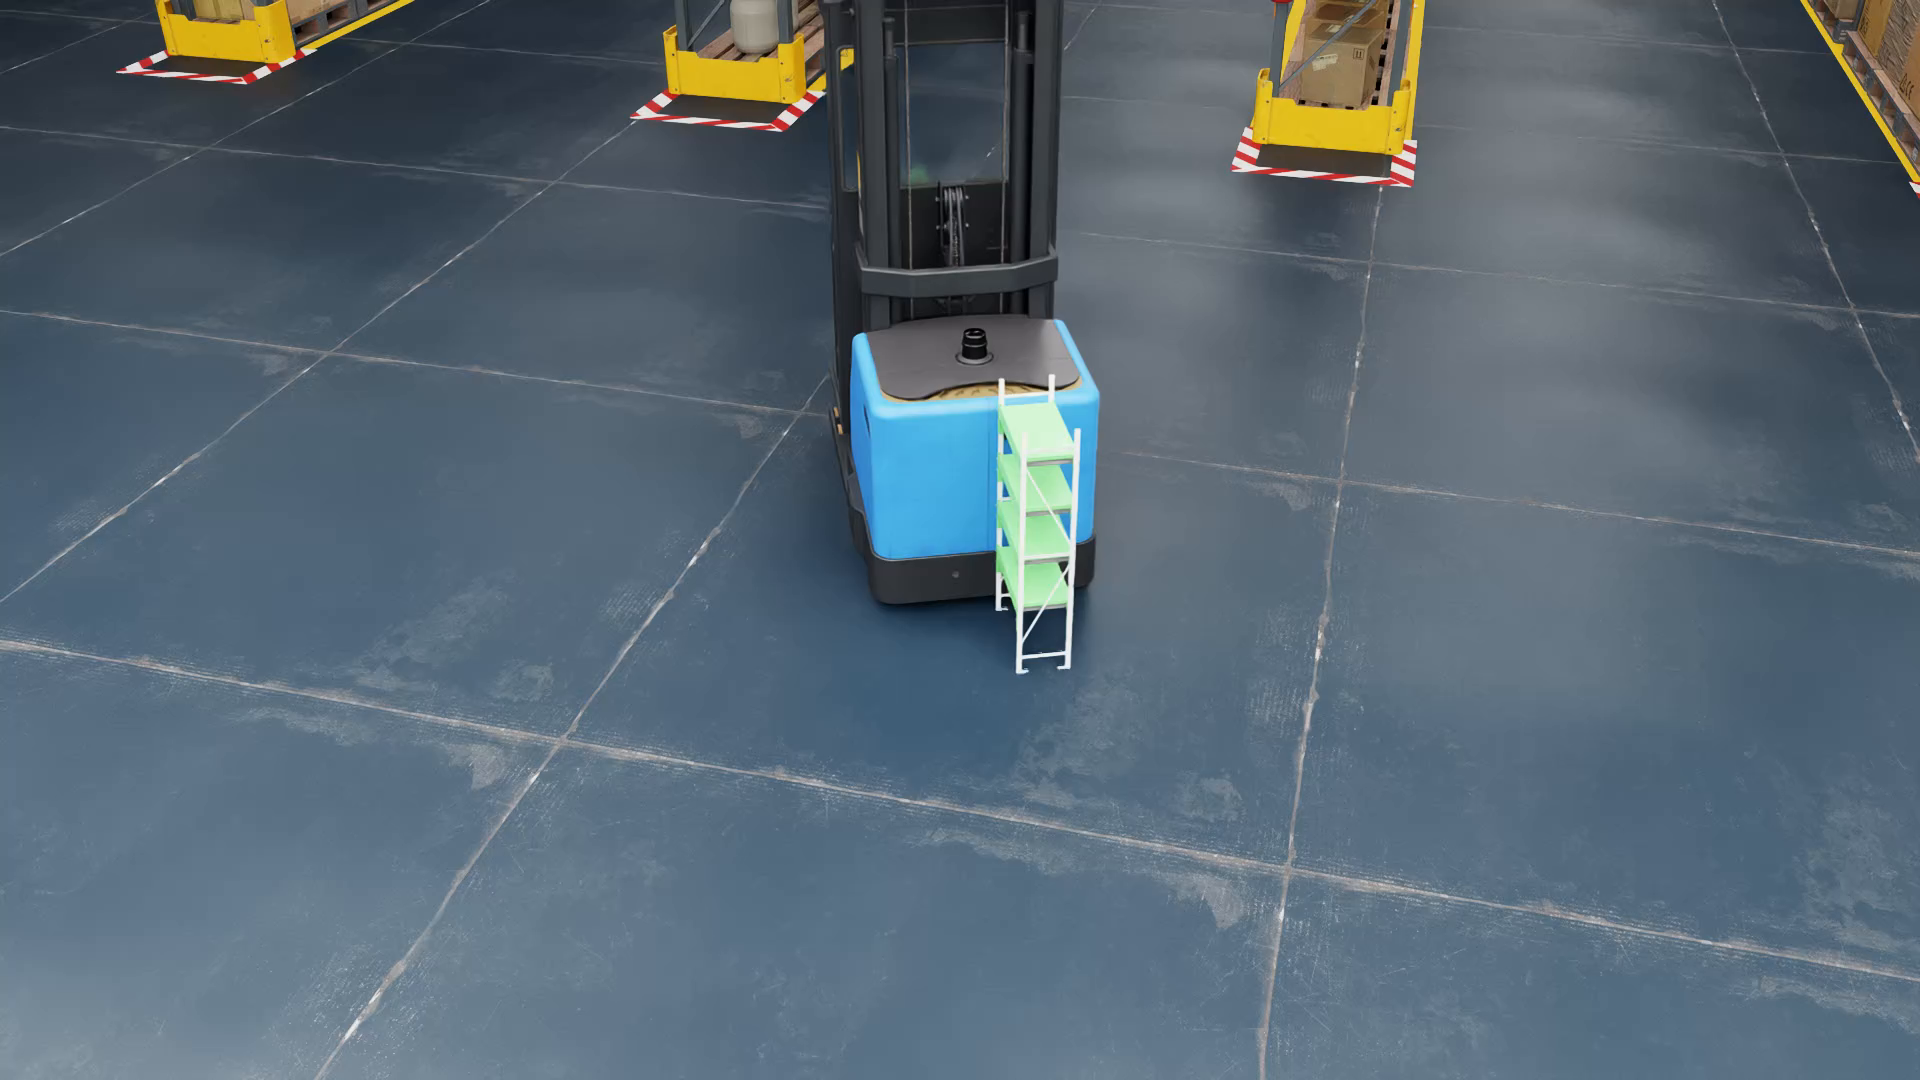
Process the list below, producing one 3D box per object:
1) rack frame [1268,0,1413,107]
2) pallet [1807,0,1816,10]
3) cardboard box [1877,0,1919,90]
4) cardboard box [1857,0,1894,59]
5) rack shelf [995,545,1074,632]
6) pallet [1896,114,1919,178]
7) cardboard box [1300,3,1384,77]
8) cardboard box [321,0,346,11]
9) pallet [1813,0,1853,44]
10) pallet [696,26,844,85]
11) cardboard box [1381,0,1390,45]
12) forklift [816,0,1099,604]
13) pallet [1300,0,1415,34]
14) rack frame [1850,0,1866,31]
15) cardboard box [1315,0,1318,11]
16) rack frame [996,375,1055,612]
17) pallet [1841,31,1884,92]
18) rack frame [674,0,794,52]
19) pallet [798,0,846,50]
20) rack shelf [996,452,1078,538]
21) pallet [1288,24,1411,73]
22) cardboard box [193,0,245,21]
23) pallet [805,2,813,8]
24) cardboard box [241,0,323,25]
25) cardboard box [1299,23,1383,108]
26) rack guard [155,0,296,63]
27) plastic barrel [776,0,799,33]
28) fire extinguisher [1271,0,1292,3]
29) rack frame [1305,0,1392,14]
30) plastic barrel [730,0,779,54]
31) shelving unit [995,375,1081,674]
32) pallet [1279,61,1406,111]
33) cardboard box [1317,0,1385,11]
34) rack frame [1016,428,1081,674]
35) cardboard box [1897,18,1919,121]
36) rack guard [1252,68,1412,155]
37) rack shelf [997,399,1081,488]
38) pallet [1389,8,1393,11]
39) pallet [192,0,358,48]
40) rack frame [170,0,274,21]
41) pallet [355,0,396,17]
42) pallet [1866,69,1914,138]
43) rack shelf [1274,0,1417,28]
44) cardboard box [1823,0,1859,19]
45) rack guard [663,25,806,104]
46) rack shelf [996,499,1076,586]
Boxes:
[{"bbox_3d":[2.903,-4.393,12.364,1.000,3.000,0.127,8,33,12],"label":"rack frame"},{"bbox_3d":[9.121,-5.610,16.878,1.003,0.211,1.213,8,33,12],"label":"pallet"},{"bbox_3d":[8.238,-4.236,13.707,0.875,0.875,0.875,8,33,13],"label":"cardboard box"},{"bbox_3d":[8.463,-4.705,14.444,0.875,0.875,0.875,9,33,13],"label":"cardboard box"},{"bbox_3d":[0.327,0.197,7.388,0.258,0.148,0.480,-5,33,-8],"label":"rack shelf"},{"bbox_3d":[7.802,-2.914,12.637,1.003,0.211,1.213,8,33,12],"label":"pallet"},{"bbox_3d":[3.196,-4.152,13.924,0.500,0.500,0.500,17,36,25],"label":"cardboard box"},{"bbox_3d":[-6.203,-5.268,15.913,0.500,0.250,0.500,8,33,12],"label":"cardboard box"},{"bbox_3d":[8.813,-4.975,15.879,1.003,0.211,1.213,8,33,12],"label":"pallet"},{"bbox_3d":[-1.703,-4.357,14.907,1.003,0.211,1.213,8,33,12],"label":"pallet"},{"bbox_3d":[3.558,-4.758,14.877,0.500,0.500,0.500,5,33,8],"label":"cardboard box"},{"bbox_3d":[-0.115,-1.719,8.222,1.130,2.935,3.031,-5,33,-8],"label":"forklift"},{"bbox_3d":[3.782,-4.939,15.822,1.003,0.211,1.213,8,33,12],"label":"pallet"},{"bbox_3d":[8.690,-5.741,14.485,1.000,3.000,0.127,8,33,12],"label":"rack frame"},{"bbox_3d":[3.640,-5.091,15.400,0.500,0.500,0.500,19,37,27],"label":"cardboard box"},{"bbox_3d":[0.286,-0.188,7.428,0.240,1.200,0.015,-5,33,-8],"label":"rack frame"},{"bbox_3d":[8.422,-4.180,14.629,1.003,0.211,1.213,8,33,12],"label":"pallet"},{"bbox_3d":[-1.888,-5.067,13.425,1.000,3.000,0.127,8,33,12],"label":"rack frame"},{"bbox_3d":[-1.391,-4.988,15.900,1.003,0.211,1.213,8,33,12],"label":"pallet"},{"bbox_3d":[0.327,-0.208,7.130,0.258,0.148,0.480,-5,33,-8],"label":"rack shelf"},{"bbox_3d":[3.474,-4.304,14.823,1.003,0.211,1.213,8,33,12],"label":"pallet"},{"bbox_3d":[-6.828,-5.079,15.615,0.500,0.250,0.500,8,33,12],"label":"cardboard box"},{"bbox_3d":[-1.083,-5.623,16.899,1.003,0.211,1.213,8,33,12],"label":"pallet"},{"bbox_3d":[-6.327,-5.009,15.504,0.500,0.250,0.500,8,33,12],"label":"cardboard box"},{"bbox_3d":[3.078,-3.837,13.428,0.500,0.500,0.500,14,35,21],"label":"cardboard box"},{"bbox_3d":[-6.684,-4.676,15.140,1.175,0.500,0.348,8,33,12],"label":"rack guard"},{"bbox_3d":[-1.667,-4.807,14.943,0.421,0.512,0.421,0,32,0],"label":"plastic barrel"},{"bbox_3d":[2.428,-4.364,12.390,0.296,0.674,0.183,8,33,12],"label":"fire extinguisher"},{"bbox_3d":[3.918,-6.469,15.629,1.000,3.000,0.127,8,33,12],"label":"rack frame"},{"bbox_3d":[-1.795,-4.547,14.533,0.421,0.512,0.421,0,32,0],"label":"plastic barrel"},{"bbox_3d":[0.327,-0.059,7.225,0.258,1.200,0.503,-5,33,-8],"label":"shelving unit"},{"bbox_3d":[3.163,-3.672,13.830,1.003,0.211,1.213,8,33,12],"label":"pallet"},{"bbox_3d":[3.374,-4.474,14.431,0.500,0.500,0.500,11,34,17],"label":"cardboard box"},{"bbox_3d":[0.367,0.070,7.022,0.240,1.200,0.015,-5,33,-8],"label":"rack frame"},{"bbox_3d":[8.005,-3.764,12.963,0.875,0.875,0.875,8,33,12],"label":"cardboard box"},{"bbox_3d":[2.922,-3.378,13.097,1.175,0.500,0.348,8,33,12],"label":"rack guard"},{"bbox_3d":[0.327,-0.410,7.002,0.258,0.148,0.480,-5,33,-8],"label":"rack shelf"},{"bbox_3d":[4.114,-5.696,17.013,1.003,0.211,1.213,8,33,12],"label":"pallet"},{"bbox_3d":[-6.524,-4.969,15.870,1.003,0.211,1.213,8,33,12],"label":"pallet"},{"bbox_3d":[-6.678,-5.744,14.489,1.000,3.000,0.127,8,33,12],"label":"rack frame"},{"bbox_3d":[-6.213,-5.601,16.863,1.003,0.211,1.213,8,33,12],"label":"pallet"},{"bbox_3d":[8.114,-3.545,13.630,1.003,0.211,1.213,8,33,12],"label":"pallet"},{"bbox_3d":[3.411,-5.127,14.190,1.077,0.370,4.000,8,33,12],"label":"rack shelf"},{"bbox_3d":[8.761,-5.303,15.502,1.050,0.750,0.750,8,33,12],"label":"cardboard box"},{"bbox_3d":[-1.914,-4.058,14.168,1.175,0.500,0.348,8,33,12],"label":"rack guard"},{"bbox_3d":[0.327,-0.005,7.259,0.258,0.148,0.480,-5,33,-8],"label":"rack shelf"}]
